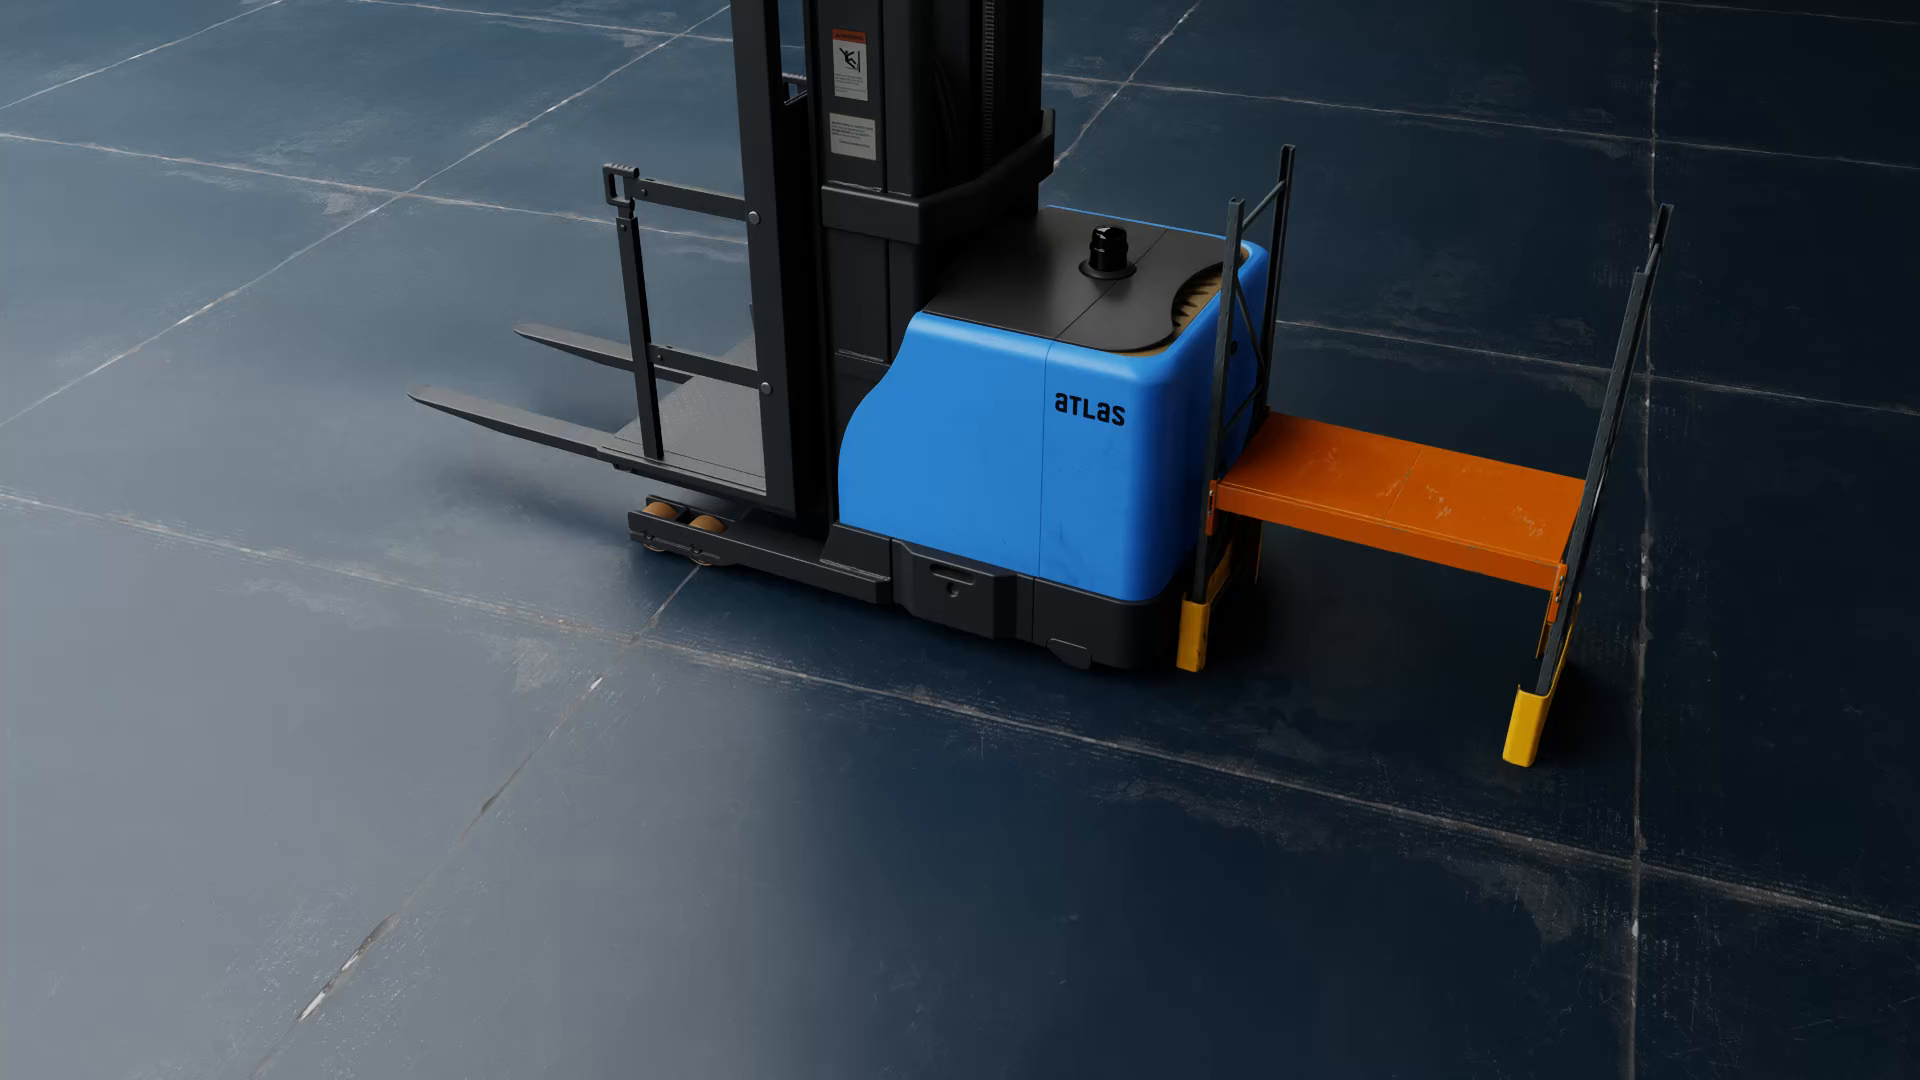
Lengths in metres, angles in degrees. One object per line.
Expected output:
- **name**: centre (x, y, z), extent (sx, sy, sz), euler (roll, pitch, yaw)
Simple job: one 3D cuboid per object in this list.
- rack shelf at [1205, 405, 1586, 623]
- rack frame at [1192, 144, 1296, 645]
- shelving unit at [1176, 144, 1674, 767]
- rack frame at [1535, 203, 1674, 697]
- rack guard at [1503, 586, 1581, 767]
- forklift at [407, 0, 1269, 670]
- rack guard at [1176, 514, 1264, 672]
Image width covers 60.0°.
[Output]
- **rack shelf**: centre (1.283, -0.098, 4.850), extent (1.000, 0.185, 0.538), euler (15, 36, 22)
- **rack frame**: centre (0.828, -0.372, 4.943), extent (0.032, 1.500, 0.500), euler (15, 36, 22)
- **shelving unit**: centre (1.275, -0.251, 4.756), extent (1.083, 1.500, 0.587), euler (15, 36, 22)
- **rack frame**: centre (1.738, -0.126, 4.562), extent (0.032, 1.500, 0.500), euler (15, 36, 22)
- **rack guard**: centre (1.721, 0.395, 4.908), extent (0.087, 0.250, 0.587), euler (15, 36, 22)
- **forklift**: centre (-0.557, -1.383, 5.190), extent (3.031, 2.935, 1.130), euler (15, 36, 22)
- **rack guard**: centre (0.830, 0.154, 5.282), extent (0.087, 0.250, 0.587), euler (15, 36, 22)
